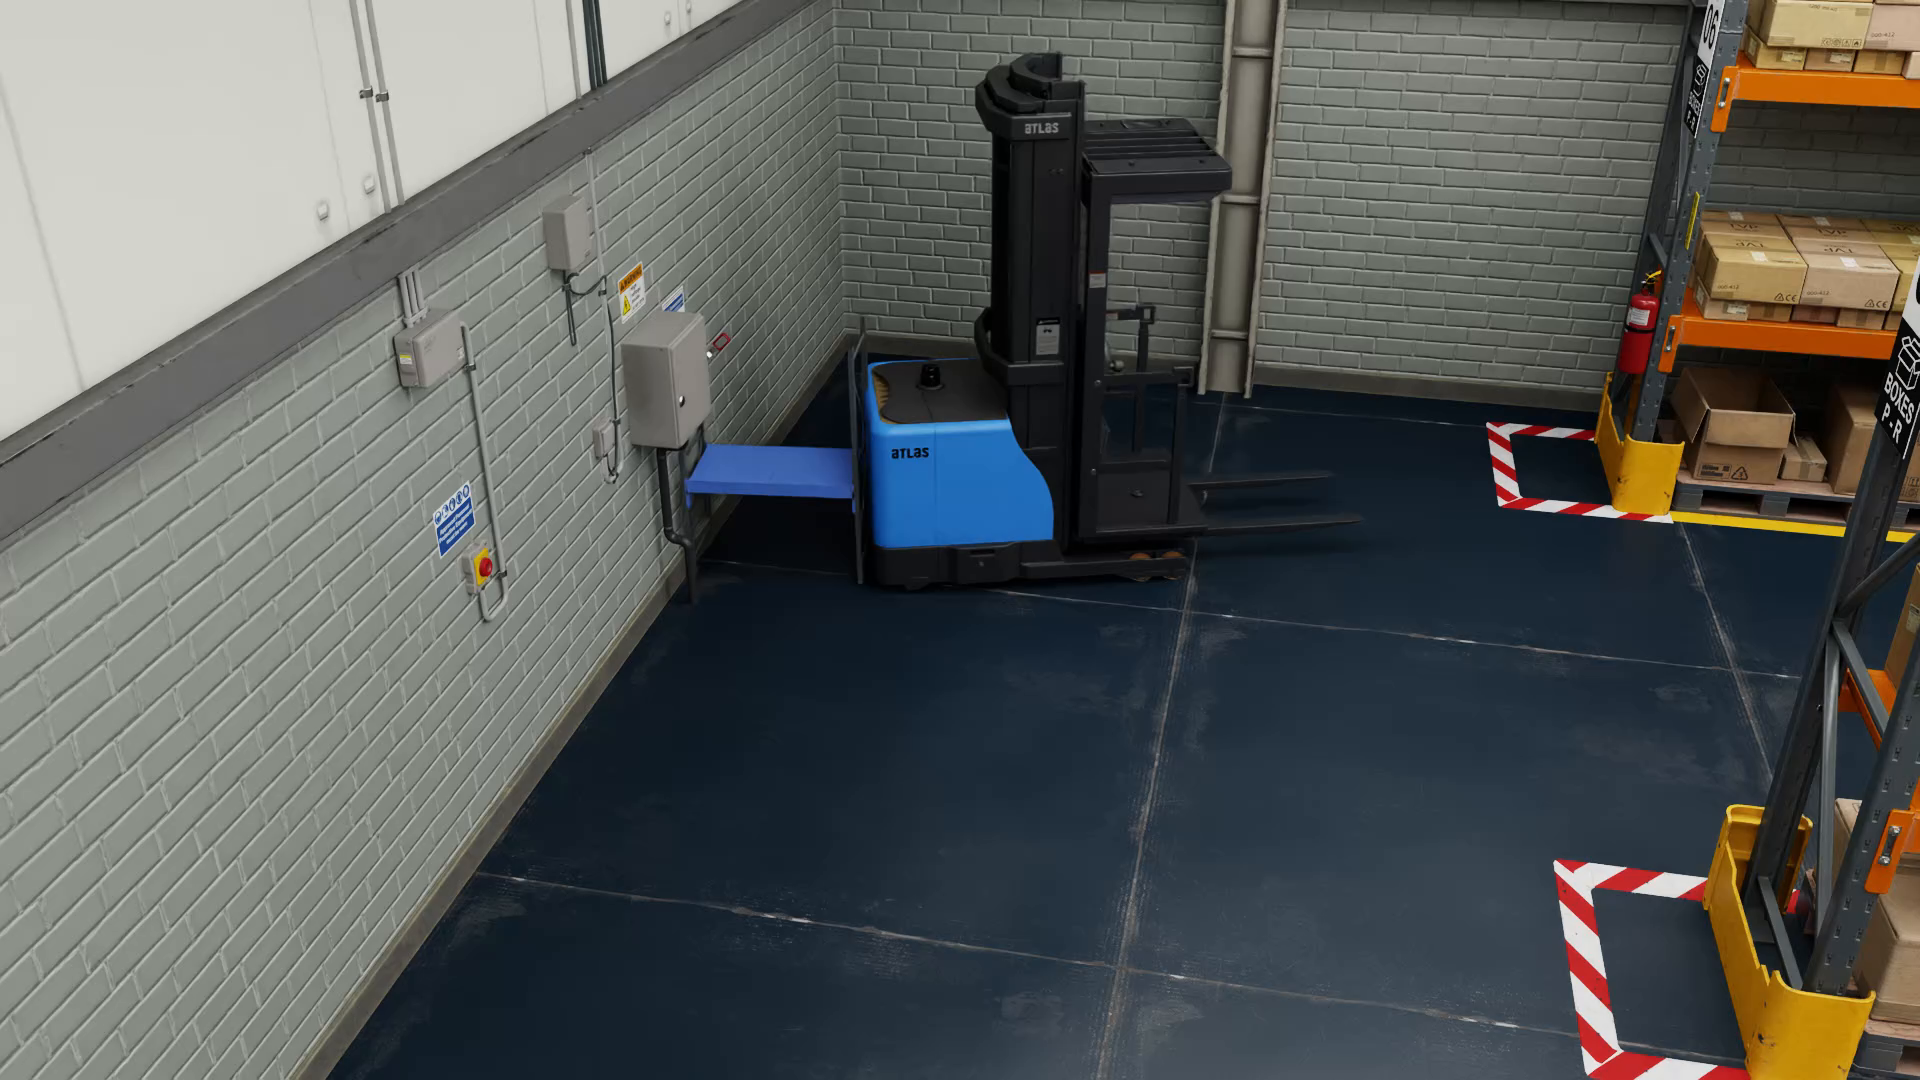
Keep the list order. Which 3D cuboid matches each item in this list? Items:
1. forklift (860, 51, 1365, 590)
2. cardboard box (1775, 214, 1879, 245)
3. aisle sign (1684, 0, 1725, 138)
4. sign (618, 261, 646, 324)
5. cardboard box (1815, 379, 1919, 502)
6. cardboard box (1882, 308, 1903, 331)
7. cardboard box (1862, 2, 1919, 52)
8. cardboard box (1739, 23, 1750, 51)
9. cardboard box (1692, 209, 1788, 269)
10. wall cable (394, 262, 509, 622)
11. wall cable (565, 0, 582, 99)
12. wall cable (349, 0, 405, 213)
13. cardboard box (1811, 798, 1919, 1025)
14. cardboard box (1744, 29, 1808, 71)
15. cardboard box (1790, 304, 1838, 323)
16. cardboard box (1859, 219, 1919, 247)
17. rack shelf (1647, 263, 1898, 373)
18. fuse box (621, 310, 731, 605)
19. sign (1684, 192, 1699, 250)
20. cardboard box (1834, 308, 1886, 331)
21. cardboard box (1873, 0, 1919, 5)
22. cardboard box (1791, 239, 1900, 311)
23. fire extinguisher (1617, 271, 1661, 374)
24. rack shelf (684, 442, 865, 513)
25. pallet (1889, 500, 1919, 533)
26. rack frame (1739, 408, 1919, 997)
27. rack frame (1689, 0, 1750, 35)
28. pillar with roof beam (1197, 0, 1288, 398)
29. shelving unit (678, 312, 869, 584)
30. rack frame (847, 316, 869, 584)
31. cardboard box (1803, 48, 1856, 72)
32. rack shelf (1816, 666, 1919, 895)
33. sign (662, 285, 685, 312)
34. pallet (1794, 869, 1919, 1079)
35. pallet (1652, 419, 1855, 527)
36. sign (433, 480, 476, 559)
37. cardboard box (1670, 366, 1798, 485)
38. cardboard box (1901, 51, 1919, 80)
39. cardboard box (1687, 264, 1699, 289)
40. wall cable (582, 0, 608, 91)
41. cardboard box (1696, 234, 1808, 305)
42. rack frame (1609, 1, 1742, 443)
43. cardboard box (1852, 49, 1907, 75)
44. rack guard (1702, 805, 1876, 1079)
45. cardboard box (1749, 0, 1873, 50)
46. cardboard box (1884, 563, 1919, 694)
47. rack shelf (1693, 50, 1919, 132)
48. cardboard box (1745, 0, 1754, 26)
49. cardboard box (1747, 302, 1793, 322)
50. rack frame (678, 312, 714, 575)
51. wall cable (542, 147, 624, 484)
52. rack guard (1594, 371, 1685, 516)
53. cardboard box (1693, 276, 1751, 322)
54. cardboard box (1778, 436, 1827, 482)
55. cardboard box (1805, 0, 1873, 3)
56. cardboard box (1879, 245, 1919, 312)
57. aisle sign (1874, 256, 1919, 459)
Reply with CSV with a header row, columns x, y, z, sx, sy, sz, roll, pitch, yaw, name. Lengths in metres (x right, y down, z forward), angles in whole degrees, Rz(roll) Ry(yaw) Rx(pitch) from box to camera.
x,y,z,sx,sy,sz,roll,pitch,yaw,name
0.935,-1.287,9.710,3.031,2.935,1.130,-3,29,-6,forklift
5.452,-1.856,10.525,0.500,0.250,0.500,6,29,11,cardboard box
4.315,-2.774,9.648,0.004,0.787,0.394,6,29,11,aisle sign
-1.742,-1.317,8.834,0.001,0.242,0.339,6,29,11,sign
5.849,-0.643,10.628,0.500,0.500,0.700,7,29,13,cardboard box
5.725,-1.401,10.109,0.250,0.149,0.380,6,29,11,cardboard box
5.321,-2.931,9.365,0.500,0.250,0.500,6,29,12,cardboard box
4.804,-3.047,9.992,0.250,0.149,0.380,7,29,12,cardboard box
4.948,-1.908,10.620,0.500,0.250,0.500,7,29,12,cardboard box
-2.109,-0.447,7.015,0.123,1.953,0.585,6,29,11,wall cable
-2.052,-2.856,6.258,0.029,3.000,2.355,6,29,11,wall cable
-2.211,-2.503,5.613,0.029,3.000,0.463,6,29,11,wall cable
4.077,1.525,6.733,0.875,0.438,0.875,5,29,9,cardboard box
4.706,-2.829,9.594,0.250,0.149,0.380,6,29,12,cardboard box
5.230,-1.479,10.252,0.250,0.149,0.380,5,29,10,cardboard box
5.936,-1.804,10.430,0.500,0.250,0.500,7,29,12,cardboard box
6.399,-1.249,10.318,4.000,0.370,1.077,6,29,11,rack shelf
-1.528,-0.395,9.351,0.414,1.711,0.539,6,29,11,fuse box
4.330,-1.890,9.839,0.005,0.325,0.100,6,29,11,sign
5.464,-1.425,10.153,0.250,0.149,0.380,7,29,12,cardboard box
5.318,-3.142,9.230,0.500,0.250,0.500,6,29,10,cardboard box
5.324,-1.607,10.070,0.500,0.250,0.500,6,29,11,cardboard box
4.203,-1.365,10.251,0.183,0.674,0.296,6,29,11,fire extinguisher
-1.081,-0.377,9.897,1.000,0.185,0.538,2,29,5,rack shelf
6.487,-0.331,10.797,1.213,0.211,1.003,6,29,11,pallet
3.410,0.567,6.253,0.127,3.000,1.000,6,29,11,rack frame
4.443,-4.396,9.071,0.127,3.000,1.000,6,29,11,rack frame
1.095,-3.068,6.646,0.400,9.000,9.100,6,29,11,pillar with roof beam
-1.083,-0.535,9.812,1.048,1.500,0.538,2,29,5,shelving unit
-0.577,-0.516,9.765,0.032,1.500,0.500,2,29,5,rack frame
4.968,-2.815,9.569,0.250,0.149,0.380,6,29,11,cardboard box
5.366,1.083,6.060,4.000,0.370,1.077,6,29,11,rack shelf
-1.627,-1.171,9.526,0.001,0.494,0.329,6,29,11,sign
4.208,1.833,6.844,1.213,0.211,1.003,6,29,11,pallet
5.297,-0.454,11.023,1.213,0.211,1.003,6,29,11,pallet
-2.179,-0.090,7.171,0.001,0.218,0.327,6,29,11,sign
5.021,-0.748,10.817,0.637,0.503,0.797,5,29,9,cardboard box
5.438,-2.708,9.373,0.250,0.149,0.380,6,29,12,cardboard box
4.823,-1.747,10.742,0.250,0.149,0.380,6,29,10,cardboard box
-1.433,-4.177,8.631,0.133,3.039,2.988,6,29,11,wall cable
4.831,-1.657,10.162,0.500,0.250,0.500,6,29,11,cardboard box
4.443,-1.765,10.512,0.127,3.000,1.000,6,29,11,rack frame
5.215,-2.781,9.507,0.250,0.149,0.380,6,29,11,cardboard box
3.387,1.661,6.858,0.348,0.500,1.175,6,29,11,rack guard
4.820,-2.972,9.441,0.500,0.250,0.500,6,29,10,cardboard box
3.937,0.447,6.368,0.500,0.500,0.500,6,29,11,cardboard box
6.399,-2.564,9.598,4.000,0.370,1.077,6,29,11,rack shelf
4.935,-3.228,9.908,0.500,0.250,0.500,5,29,10,cardboard box
4.966,-1.489,10.270,0.250,0.149,0.380,7,29,12,cardboard box
-1.589,-0.554,9.858,0.032,1.500,0.500,2,29,5,rack frame
-1.824,-1.101,8.241,0.122,1.984,0.588,6,29,11,wall cable
4.517,-0.661,11.098,0.348,0.500,1.175,6,29,11,rack guard
4.707,-1.493,10.277,0.250,0.149,0.380,6,29,10,cardboard box
5.429,-0.532,10.791,0.250,0.149,0.380,5,29,9,cardboard box
4.825,-3.202,9.340,0.500,0.250,0.500,6,29,10,cardboard box
5.820,-1.558,9.980,0.500,0.250,0.500,5,29,10,cardboard box
3.405,-0.726,5.908,0.004,0.787,0.394,6,29,11,aisle sign
